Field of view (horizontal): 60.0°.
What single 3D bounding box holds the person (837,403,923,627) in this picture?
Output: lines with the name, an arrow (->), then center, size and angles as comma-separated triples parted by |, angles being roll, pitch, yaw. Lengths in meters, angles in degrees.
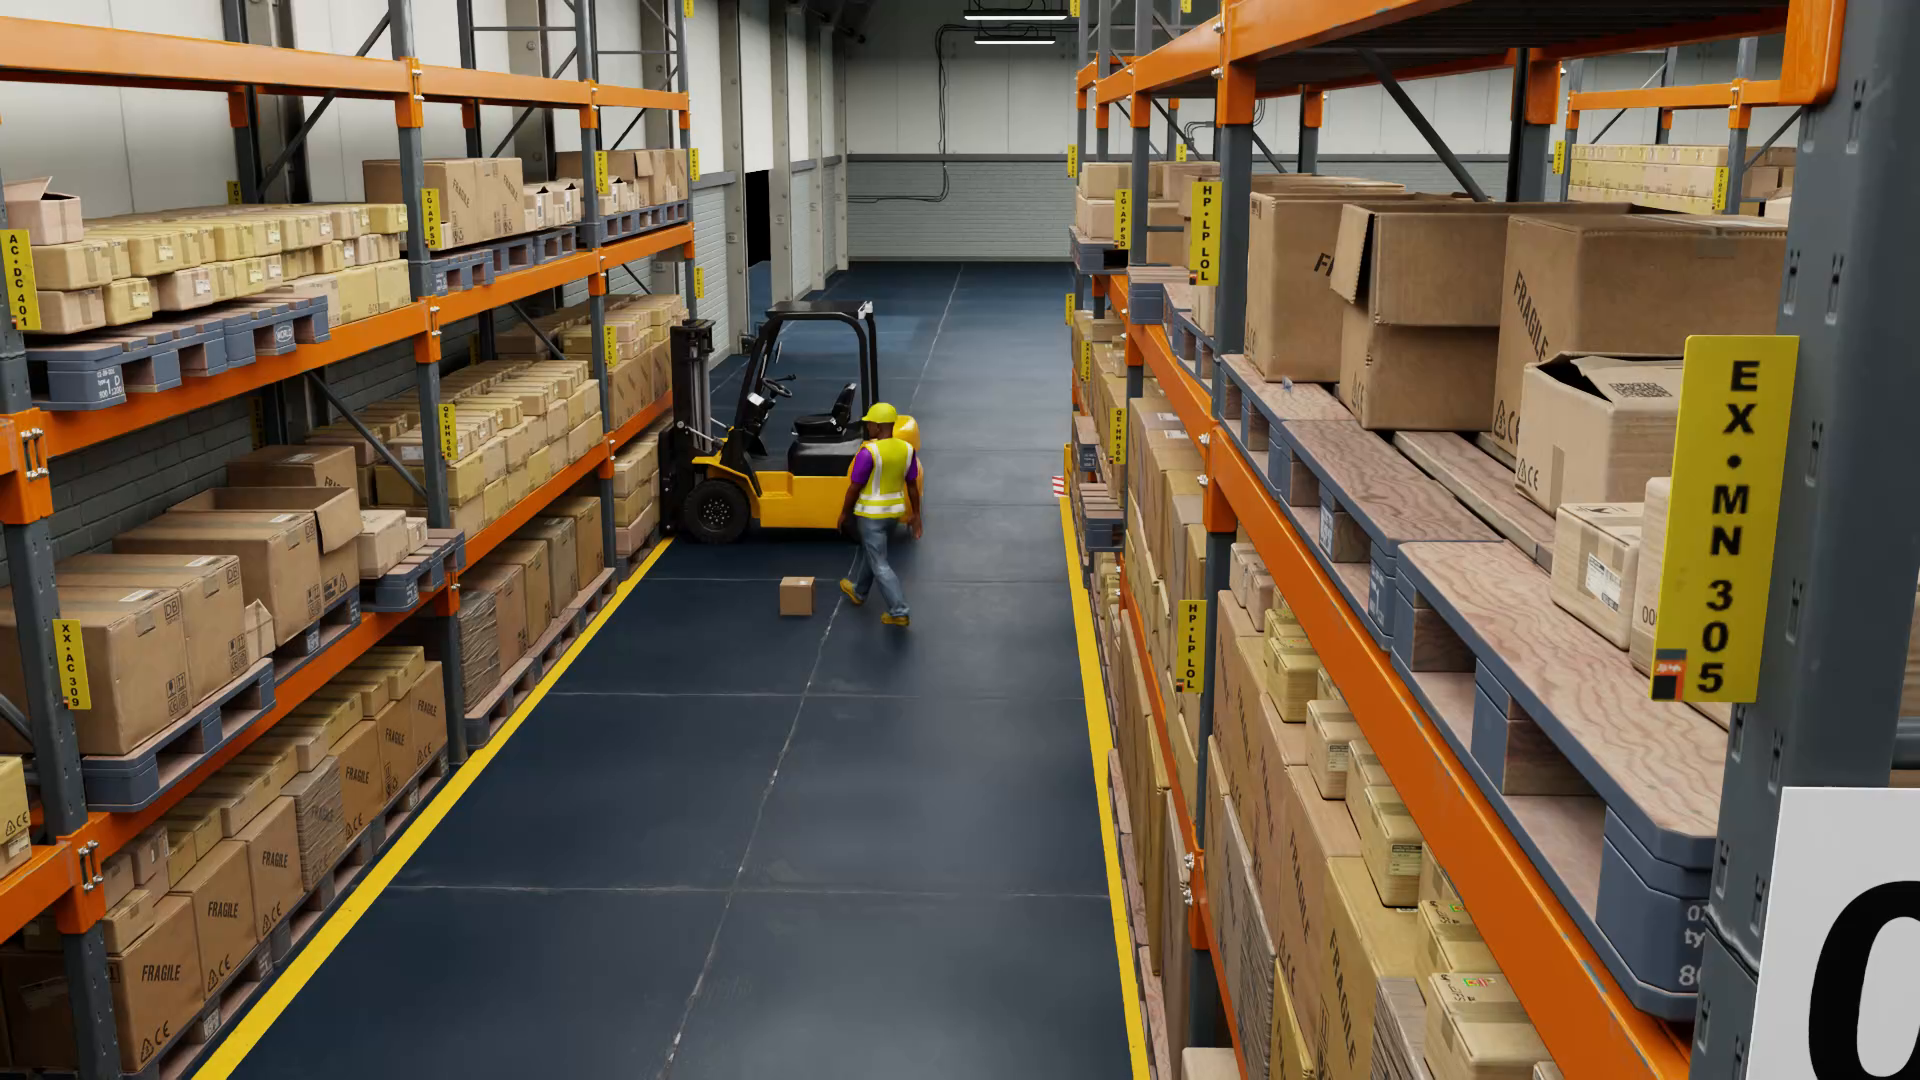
person -> -0.693, -0.230, 12.951 | 1.074, 1.703, 0.597 | 13, 19, 42
